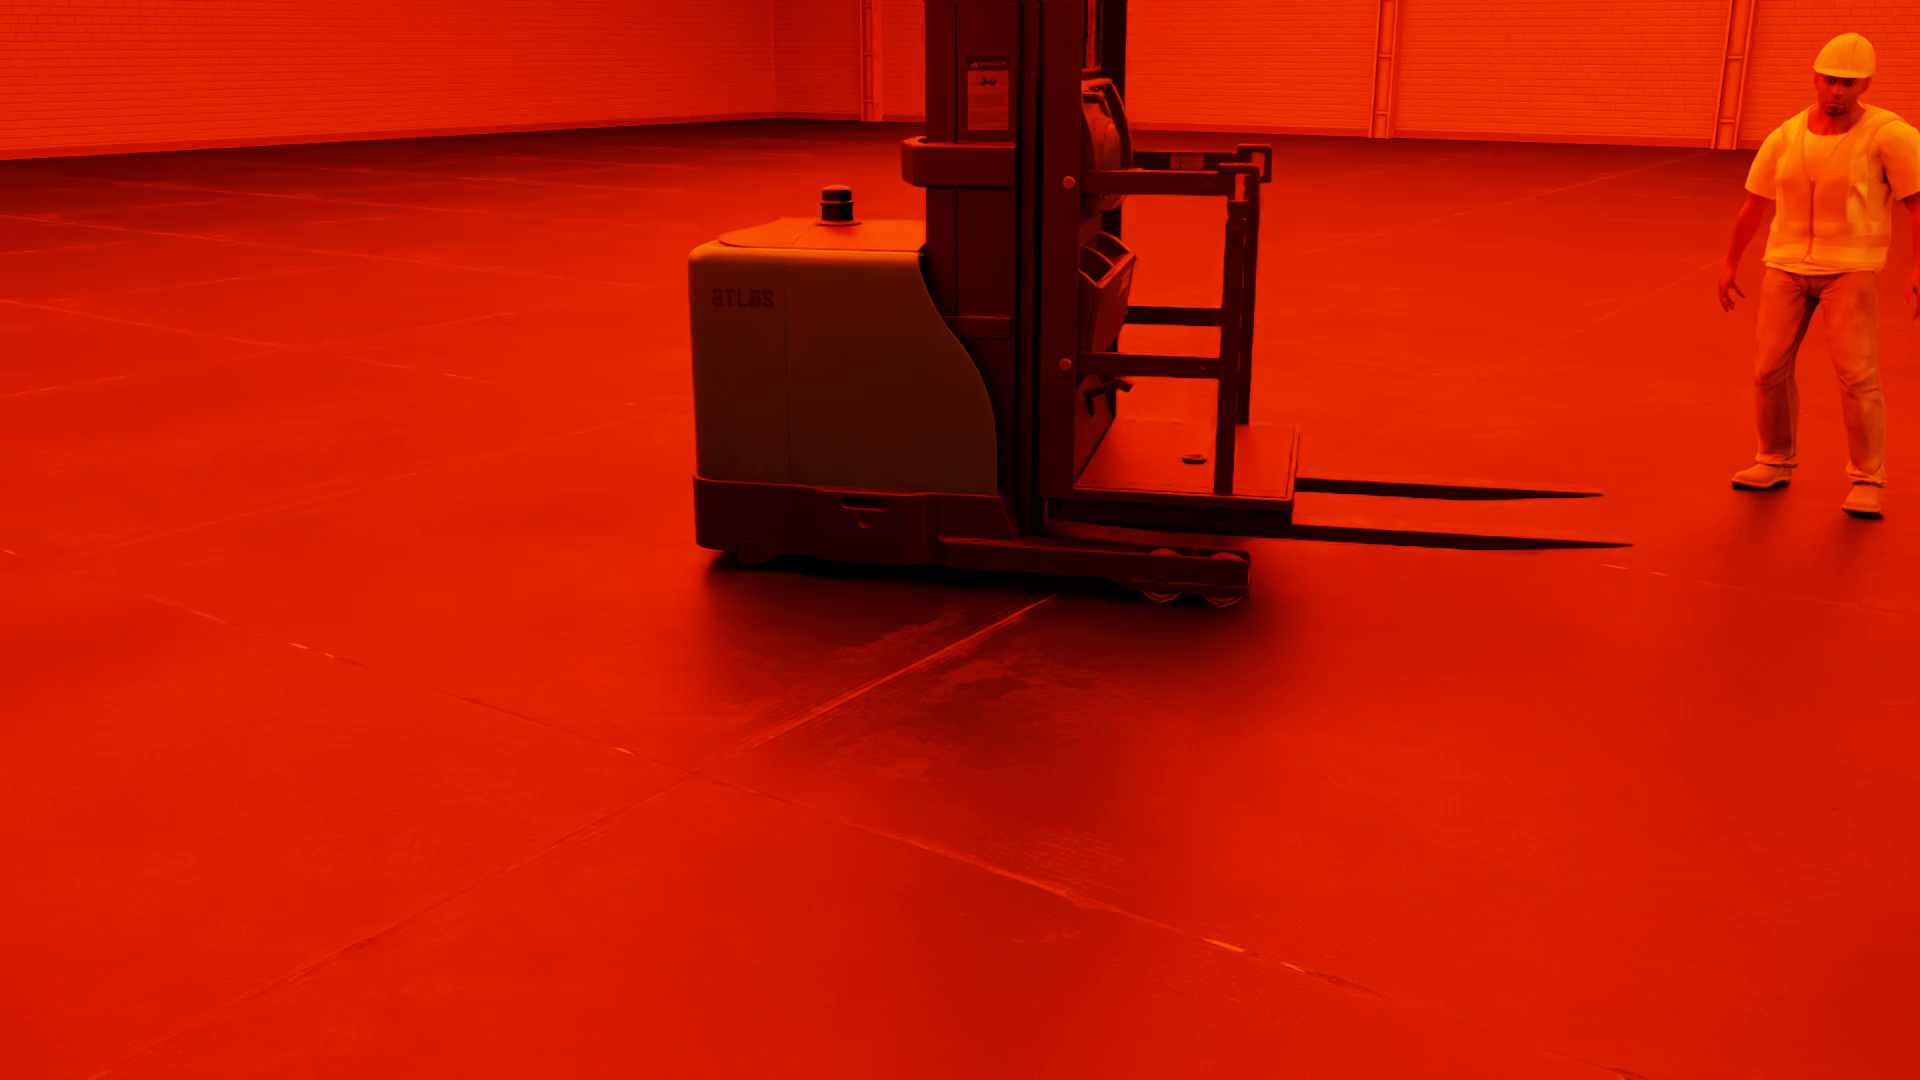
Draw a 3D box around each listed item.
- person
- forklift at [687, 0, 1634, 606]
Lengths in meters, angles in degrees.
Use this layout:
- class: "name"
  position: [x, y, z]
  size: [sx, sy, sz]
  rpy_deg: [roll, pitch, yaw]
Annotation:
- class: "person"
  position: [3.280, -1.023, 6.334]
  size: [0.415, 1.742, 0.812]
  rpy_deg: [-15, 22, -41]
- class: "forklift"
  position: [0.668, -1.362, 5.389]
  size: [3.031, 2.935, 1.130]
  rpy_deg: [4, 17, 12]
